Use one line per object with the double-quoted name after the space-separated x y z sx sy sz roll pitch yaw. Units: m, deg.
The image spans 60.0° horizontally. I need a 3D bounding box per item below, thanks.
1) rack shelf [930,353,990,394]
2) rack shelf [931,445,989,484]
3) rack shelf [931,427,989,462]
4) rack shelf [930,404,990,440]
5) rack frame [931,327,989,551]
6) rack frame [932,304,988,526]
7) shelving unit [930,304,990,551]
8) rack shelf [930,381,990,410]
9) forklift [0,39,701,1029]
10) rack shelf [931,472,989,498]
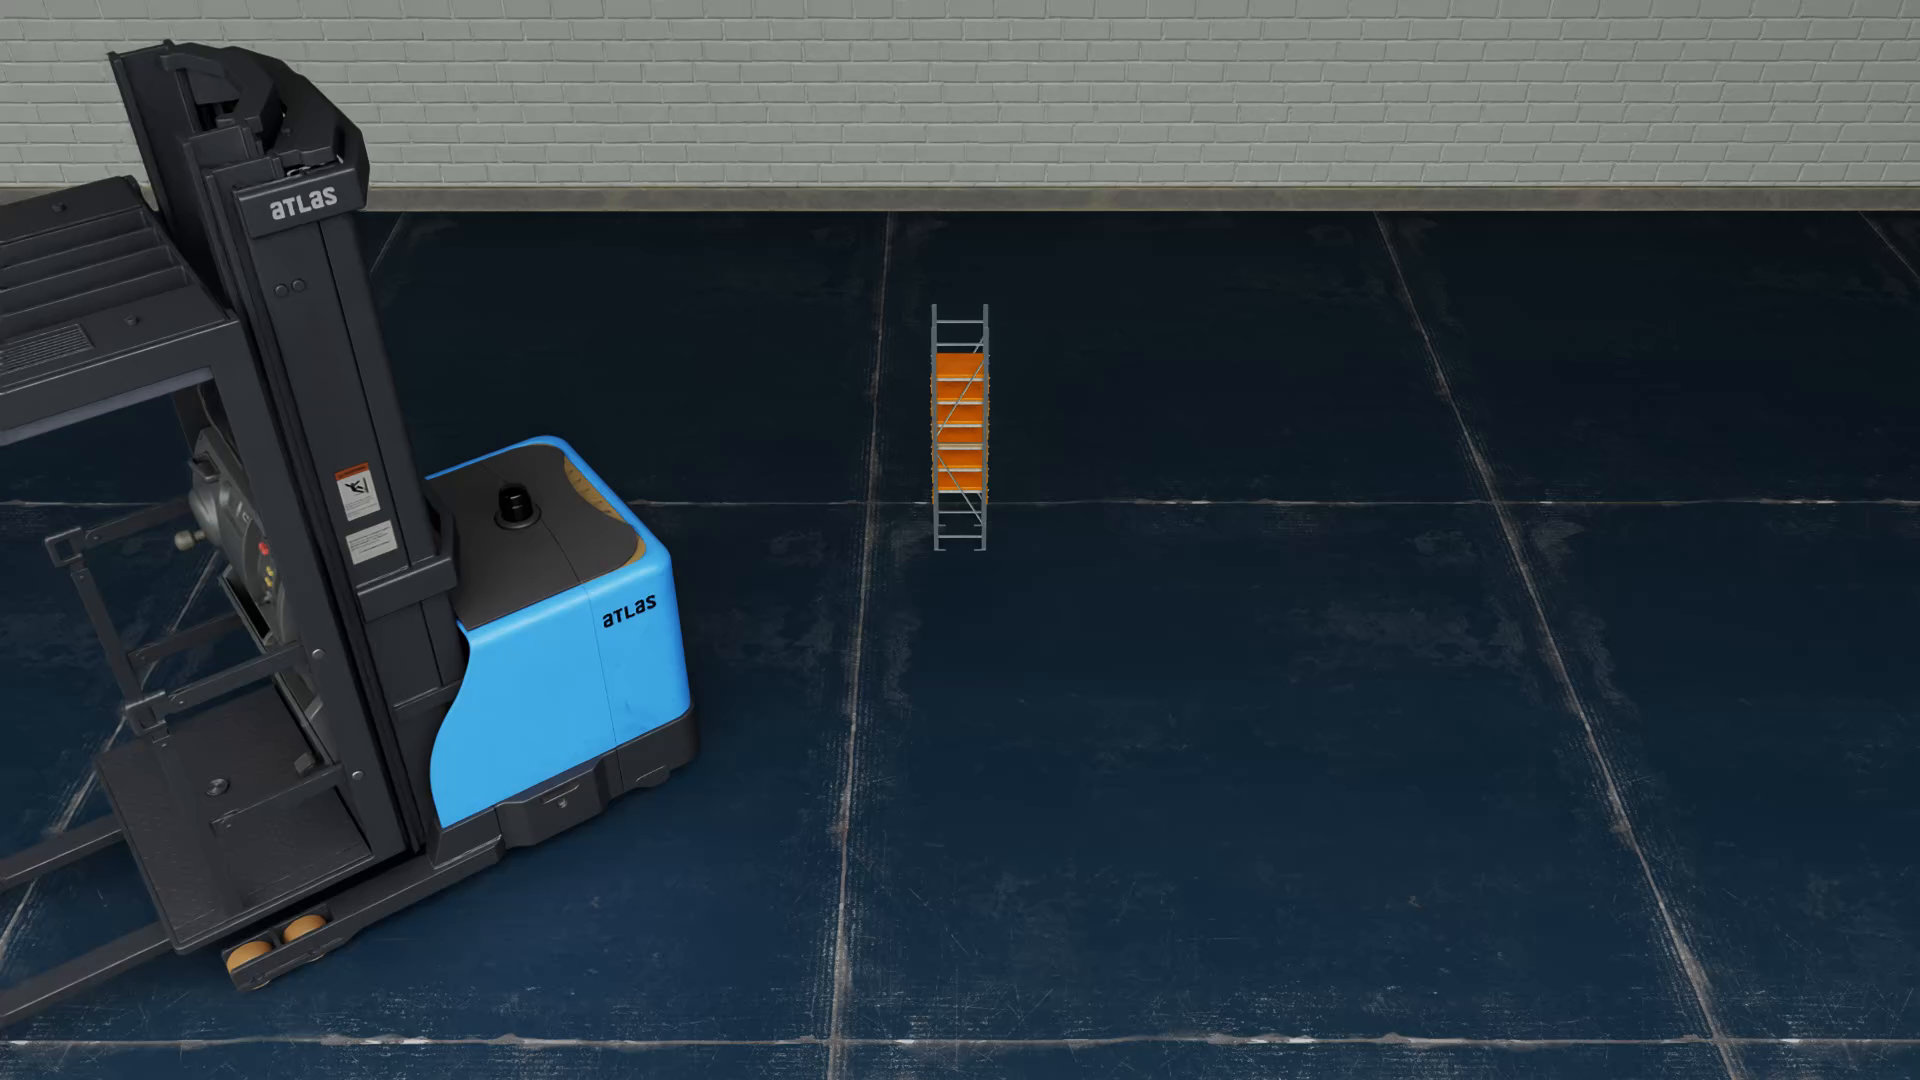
0.000 -0.724 7.189 0.258 0.103 0.180 0 39 0 "rack shelf"
0.000 -0.349 7.489 0.258 0.103 0.180 0 39 0 "rack shelf"
0.000 -0.443 7.414 0.258 0.103 0.180 0 39 0 "rack shelf"
0.000 -0.536 7.339 0.258 0.103 0.180 0 39 0 "rack shelf"
0.000 -0.420 7.315 0.240 1.200 0.006 0 39 0 "rack frame"
0.000 -0.534 7.457 0.240 1.200 0.006 0 39 0 "rack frame"
0.000 -0.477 7.386 0.258 1.200 0.189 0 39 0 "shelving unit"
0.000 -0.630 7.264 0.258 0.103 0.180 0 39 0 "rack shelf"
-2.522 0.042 5.353 3.031 2.935 1.130 -24 45 -27 "forklift"
0.000 -0.255 7.564 0.258 0.103 0.180 0 39 0 "rack shelf"
